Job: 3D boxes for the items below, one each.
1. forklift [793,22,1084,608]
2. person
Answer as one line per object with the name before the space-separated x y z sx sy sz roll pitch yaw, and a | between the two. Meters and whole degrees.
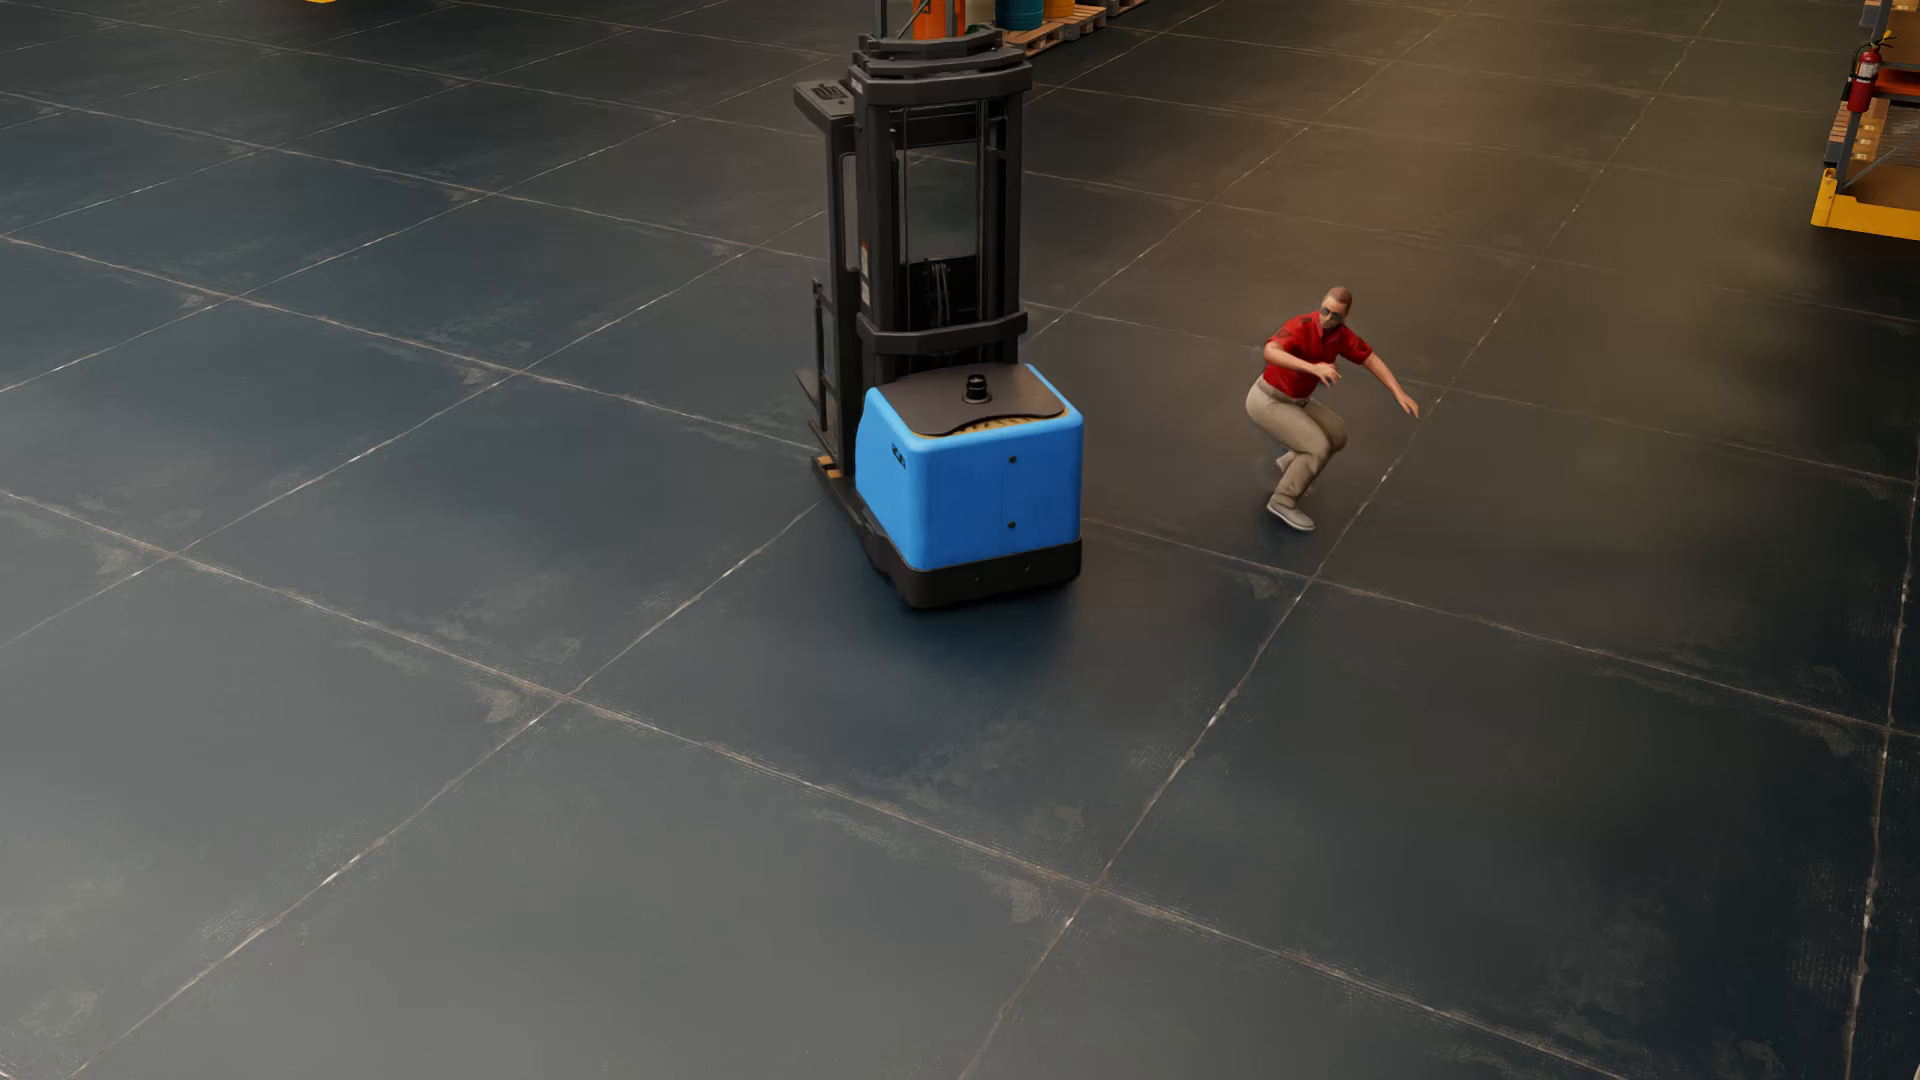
forklift | -0.304 -1.615 9.869 1.130 2.935 3.031 -11 32 -18
person | 2.213 -0.772 9.929 0.855 1.485 0.796 22 36 33
